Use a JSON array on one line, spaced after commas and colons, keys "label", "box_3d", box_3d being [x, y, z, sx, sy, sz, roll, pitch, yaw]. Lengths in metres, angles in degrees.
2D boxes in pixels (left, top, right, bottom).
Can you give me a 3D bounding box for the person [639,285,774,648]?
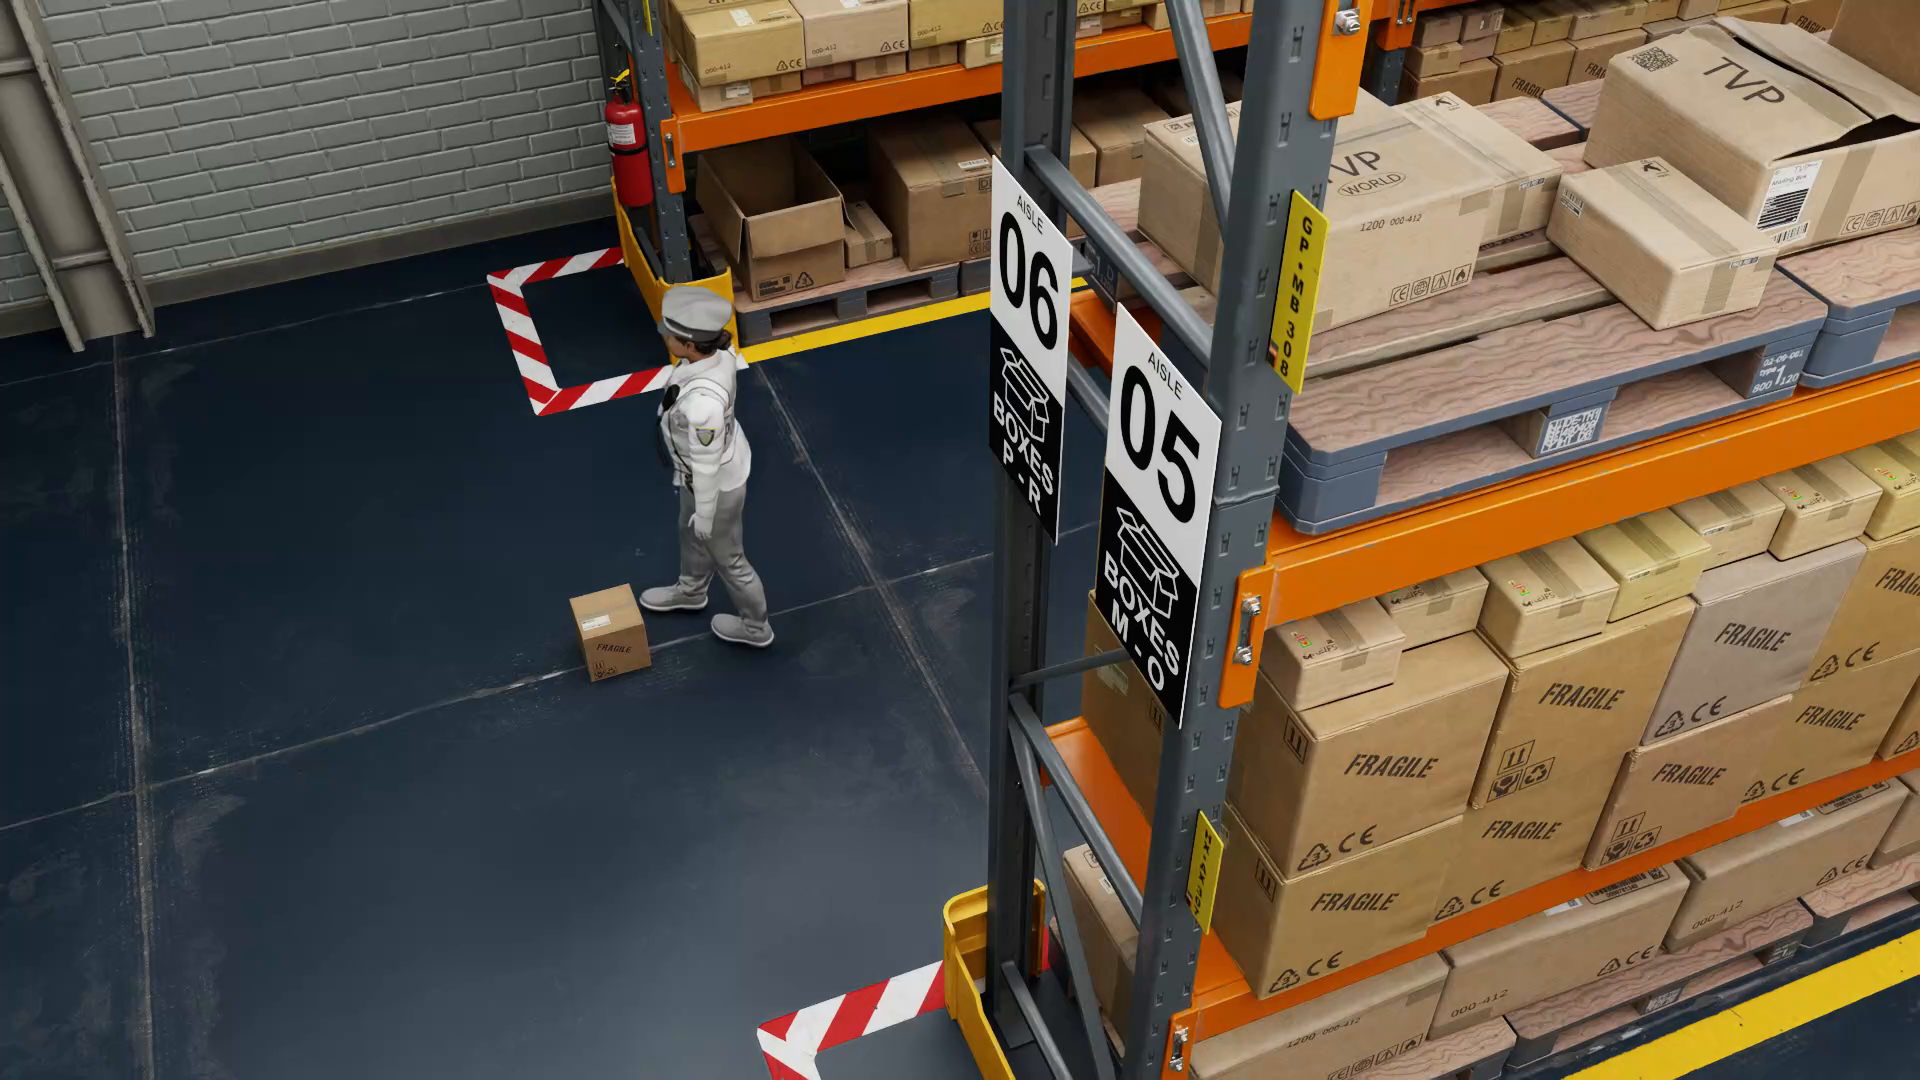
[{"label": "person", "box_3d": [-1.066, -0.246, 6.413, 0.583, 1.672, 0.491, 0, 42, 0]}]
